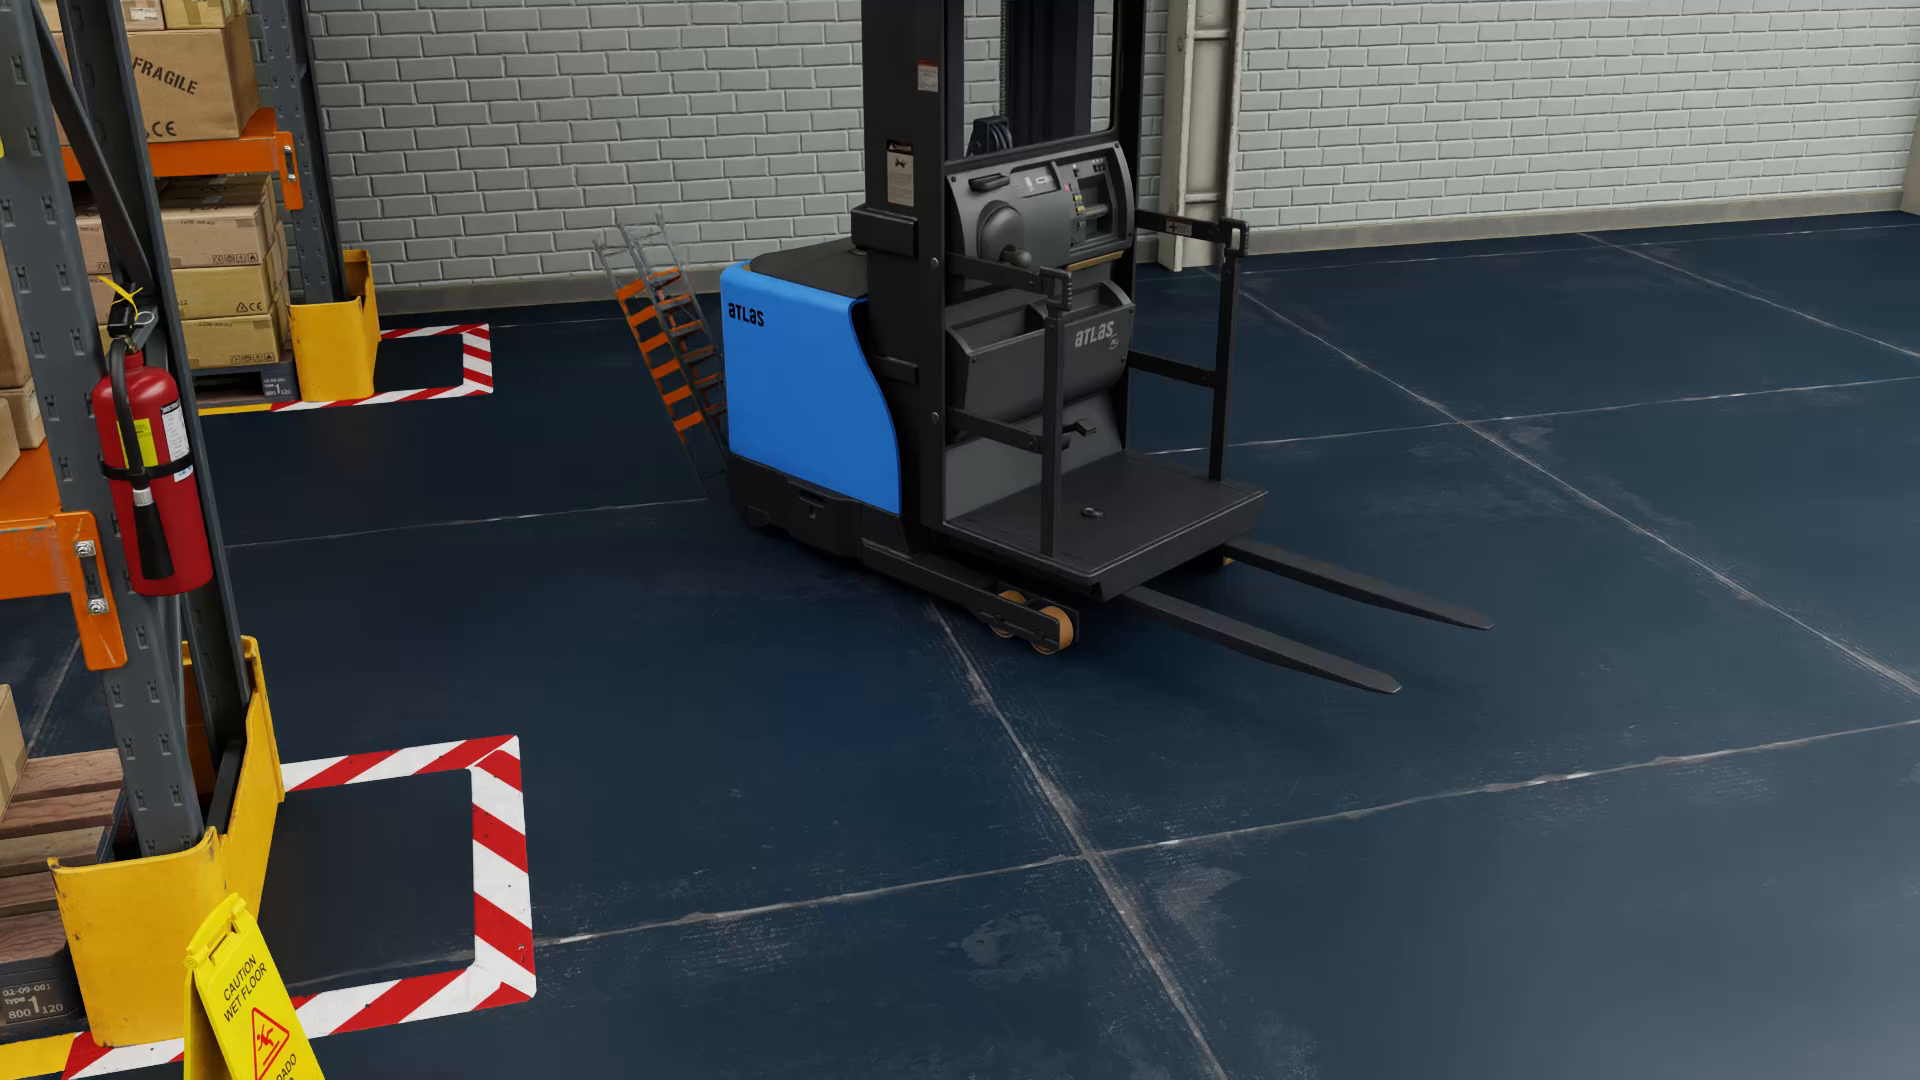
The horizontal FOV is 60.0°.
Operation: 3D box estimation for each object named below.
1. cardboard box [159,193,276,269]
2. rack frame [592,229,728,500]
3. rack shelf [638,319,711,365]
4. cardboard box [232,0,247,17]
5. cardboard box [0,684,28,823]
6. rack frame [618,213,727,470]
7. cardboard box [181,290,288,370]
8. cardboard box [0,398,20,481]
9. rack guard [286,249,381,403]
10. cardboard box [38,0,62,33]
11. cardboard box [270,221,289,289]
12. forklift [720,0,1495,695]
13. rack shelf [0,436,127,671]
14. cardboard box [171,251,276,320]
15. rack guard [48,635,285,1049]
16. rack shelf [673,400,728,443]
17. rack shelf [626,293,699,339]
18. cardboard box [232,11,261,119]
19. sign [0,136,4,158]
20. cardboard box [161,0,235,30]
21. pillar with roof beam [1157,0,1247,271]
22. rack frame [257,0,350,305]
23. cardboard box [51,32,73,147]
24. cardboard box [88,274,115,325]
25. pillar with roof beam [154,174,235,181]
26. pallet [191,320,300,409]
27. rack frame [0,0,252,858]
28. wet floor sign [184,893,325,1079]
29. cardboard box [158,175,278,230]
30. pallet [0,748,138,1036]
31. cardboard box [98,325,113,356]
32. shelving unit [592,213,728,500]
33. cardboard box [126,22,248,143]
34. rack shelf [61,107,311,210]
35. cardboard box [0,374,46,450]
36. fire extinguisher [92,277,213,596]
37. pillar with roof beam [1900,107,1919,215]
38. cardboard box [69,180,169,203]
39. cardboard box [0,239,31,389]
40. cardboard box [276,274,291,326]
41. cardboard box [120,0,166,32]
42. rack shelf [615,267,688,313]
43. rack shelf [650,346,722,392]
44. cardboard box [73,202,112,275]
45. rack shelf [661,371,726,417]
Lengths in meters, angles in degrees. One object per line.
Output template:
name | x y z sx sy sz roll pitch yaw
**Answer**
cardboard box | -3.682 -1.521 8.177 0.500 0.250 0.500 -5 24 -13
rack frame | -1.251 -0.760 7.173 0.006 1.200 0.240 -18 8 40
rack shelf | -1.214 -0.851 7.106 0.180 0.103 0.258 -18 8 40
cardboard box | -3.719 -2.706 8.303 0.250 0.149 0.380 -7 24 -16
cardboard box | -2.830 0.636 4.418 0.500 0.250 0.500 -7 24 -15
rack frame | -1.118 -0.804 7.055 0.006 1.200 0.240 -18 8 40
cardboard box | -3.690 -1.059 8.368 0.500 0.250 0.500 -6 24 -14
cardboard box | -2.281 -0.179 3.681 0.250 0.149 0.380 -5 24 -13
rack guard | -3.300 -1.153 8.804 0.348 0.500 1.175 -6 24 -14
cardboard box | -4.085 -2.457 7.723 0.250 0.149 0.380 -6 24 -13
cardboard box | -3.832 -1.487 8.733 0.500 0.250 0.500 -6 24 -13
forklift | 0.454 -1.178 5.778 3.031 2.935 1.130 20 31 39
rack shelf | -3.904 0.128 3.559 4.000 0.370 1.077 -6 24 -14
cardboard box | -3.707 -1.288 8.268 0.500 0.250 0.500 -7 24 -15
rack guard | -2.052 0.741 4.388 0.348 0.500 1.175 -6 24 -14
rack shelf | -1.072 -0.522 7.143 0.180 0.103 0.258 -18 8 40
rack shelf | -1.261 -0.961 7.094 0.180 0.103 0.258 -18 8 40
cardboard box | -3.875 -2.398 8.408 0.500 0.500 0.500 -6 24 -13
sign | -1.848 -0.880 3.127 0.005 0.325 0.100 -6 24 -14
cardboard box | -3.581 -2.500 7.823 0.250 0.149 0.380 -6 24 -14
pillar with roof beam | 2.703 -4.329 5.427 0.400 9.000 9.100 -6 24 -14
rack frame | -3.323 -2.299 8.305 0.127 3.000 1.000 -6 24 -14
cardboard box | -4.228 -2.142 7.810 0.500 0.500 0.500 -6 24 -13
cardboard box | -4.193 -1.239 8.153 0.500 0.250 0.500 -7 24 -15
pillar with roof beam | -3.074 -3.690 3.938 0.400 9.000 9.100 -6 24 -14
pallet | -4.048 -0.921 8.628 1.213 0.211 1.003 -6 24 -14
rack frame | -1.978 -0.415 3.914 0.127 3.000 1.000 -6 24 -14
wet floor sign | -1.506 1.053 3.479 0.232 0.644 0.267 2 23 4
cardboard box | -3.837 -1.709 8.615 0.500 0.250 0.500 -7 24 -15
pallet | -2.843 0.947 4.275 1.213 0.211 1.003 -6 24 -14
cardboard box | -4.171 -1.009 8.253 0.500 0.250 0.500 -6 24 -14
shelving unit | -1.184 -0.782 7.114 0.189 1.200 0.258 -18 8 40
cardboard box | -3.726 -2.193 7.931 0.500 0.500 0.500 -7 24 -16
rack shelf | -5.248 -1.756 7.950 4.000 0.370 1.077 -6 24 -14
cardboard box | -2.361 -0.342 4.062 0.250 0.149 0.380 -6 24 -14
fire extinguisher | -1.744 -0.217 3.550 0.183 0.674 0.296 -6 24 -14
pillar with roof beam | 8.480 -4.968 6.916 0.400 9.000 9.100 -6 24 -14
cardboard box | -4.317 -1.654 8.488 0.500 0.250 0.500 -6 24 -14
cardboard box | -2.509 -0.653 3.963 0.500 0.500 0.500 -7 24 -15
cardboard box | -3.849 -1.251 8.815 0.500 0.250 0.500 -6 24 -14
cardboard box | -3.819 -2.462 7.734 0.250 0.149 0.380 -6 24 -14
rack shelf | -1.308 -1.070 7.082 0.180 0.103 0.258 -18 8 40
rack shelf | -1.167 -0.741 7.118 0.180 0.103 0.258 -18 8 40
cardboard box | -4.172 -1.464 8.045 0.500 0.250 0.500 -6 24 -13
rack shelf | -1.120 -0.632 7.130 0.180 0.103 0.258 -18 8 40
